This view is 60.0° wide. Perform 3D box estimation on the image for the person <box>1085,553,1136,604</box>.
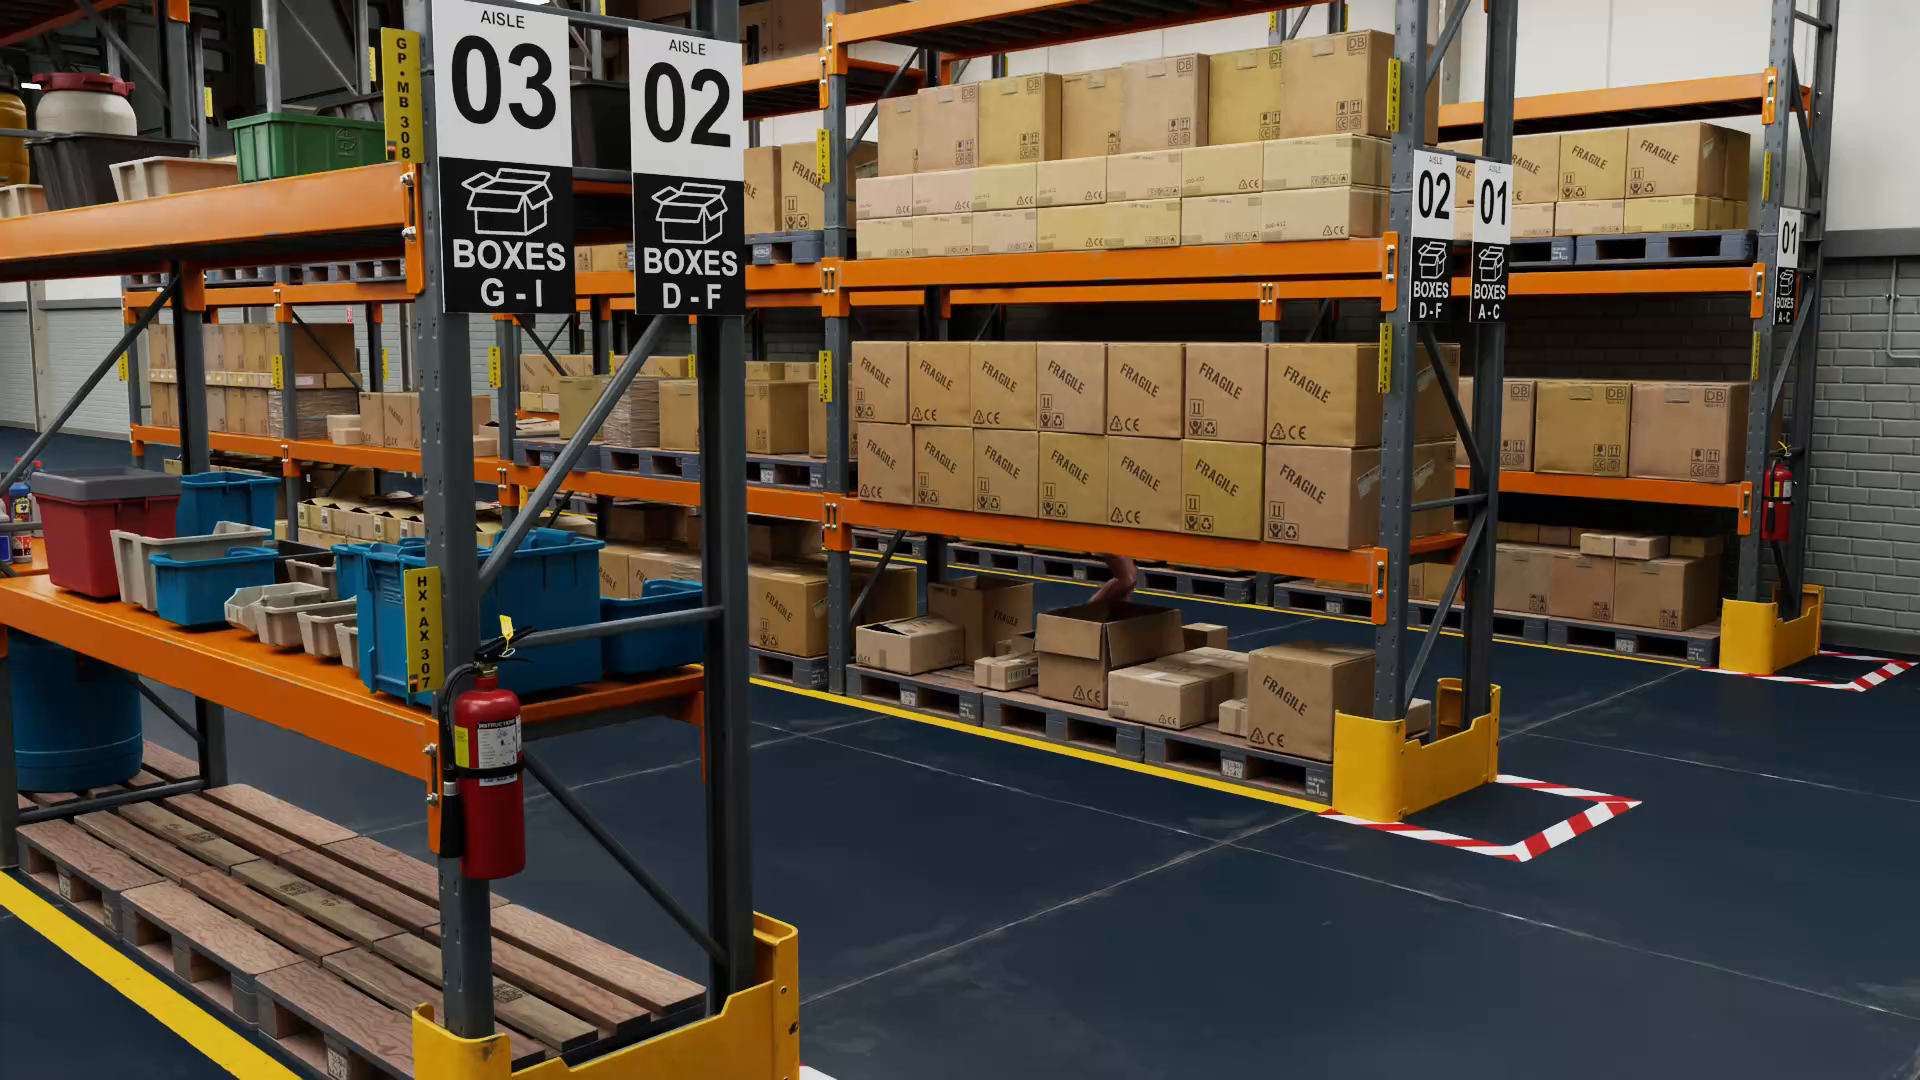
[{"bbox_3d":[1.131,-0.035,12.405,0.509,1.676,0.467,2,7,16],"label":"person"}]
